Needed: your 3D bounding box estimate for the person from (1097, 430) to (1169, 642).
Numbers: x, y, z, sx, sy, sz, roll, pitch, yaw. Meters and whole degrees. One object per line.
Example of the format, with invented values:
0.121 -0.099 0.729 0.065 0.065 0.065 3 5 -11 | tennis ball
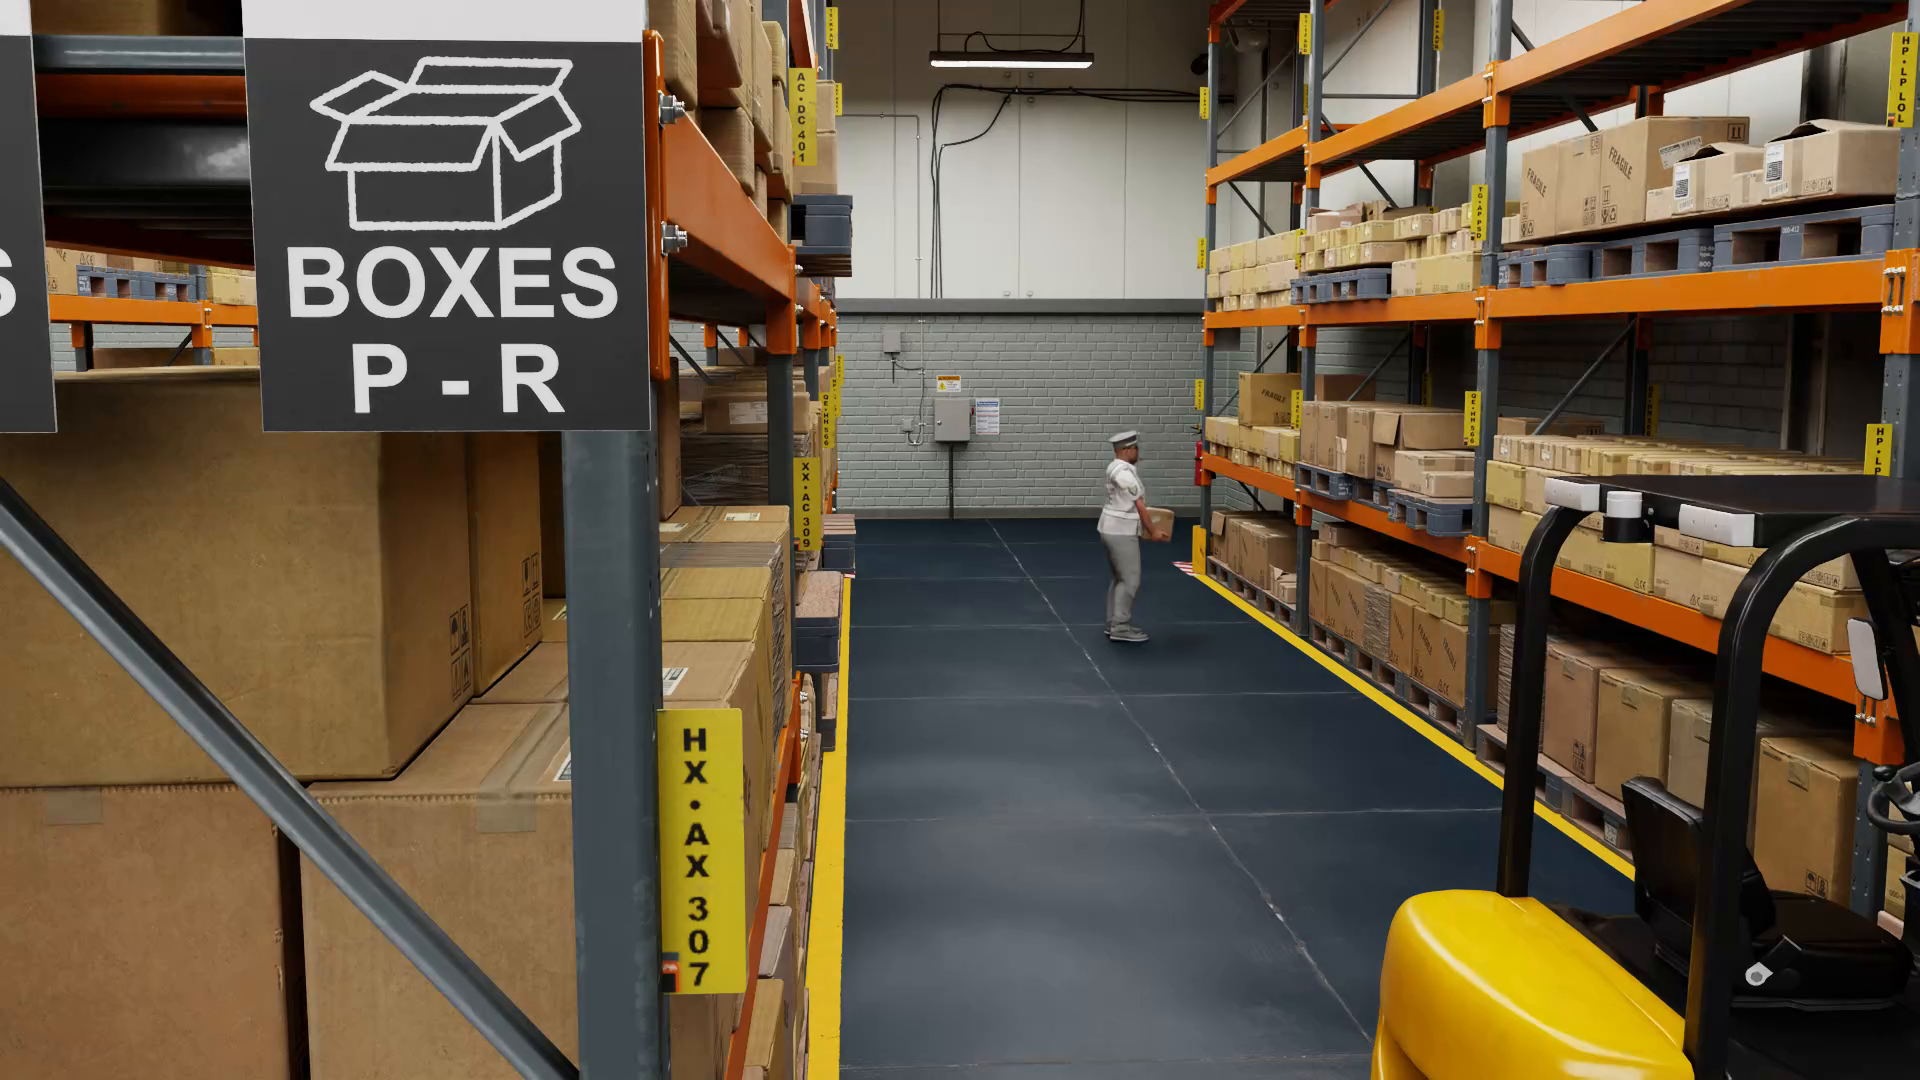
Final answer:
1.451 -0.043 14.028 0.574 1.770 0.490 -1 7 -5 | person
